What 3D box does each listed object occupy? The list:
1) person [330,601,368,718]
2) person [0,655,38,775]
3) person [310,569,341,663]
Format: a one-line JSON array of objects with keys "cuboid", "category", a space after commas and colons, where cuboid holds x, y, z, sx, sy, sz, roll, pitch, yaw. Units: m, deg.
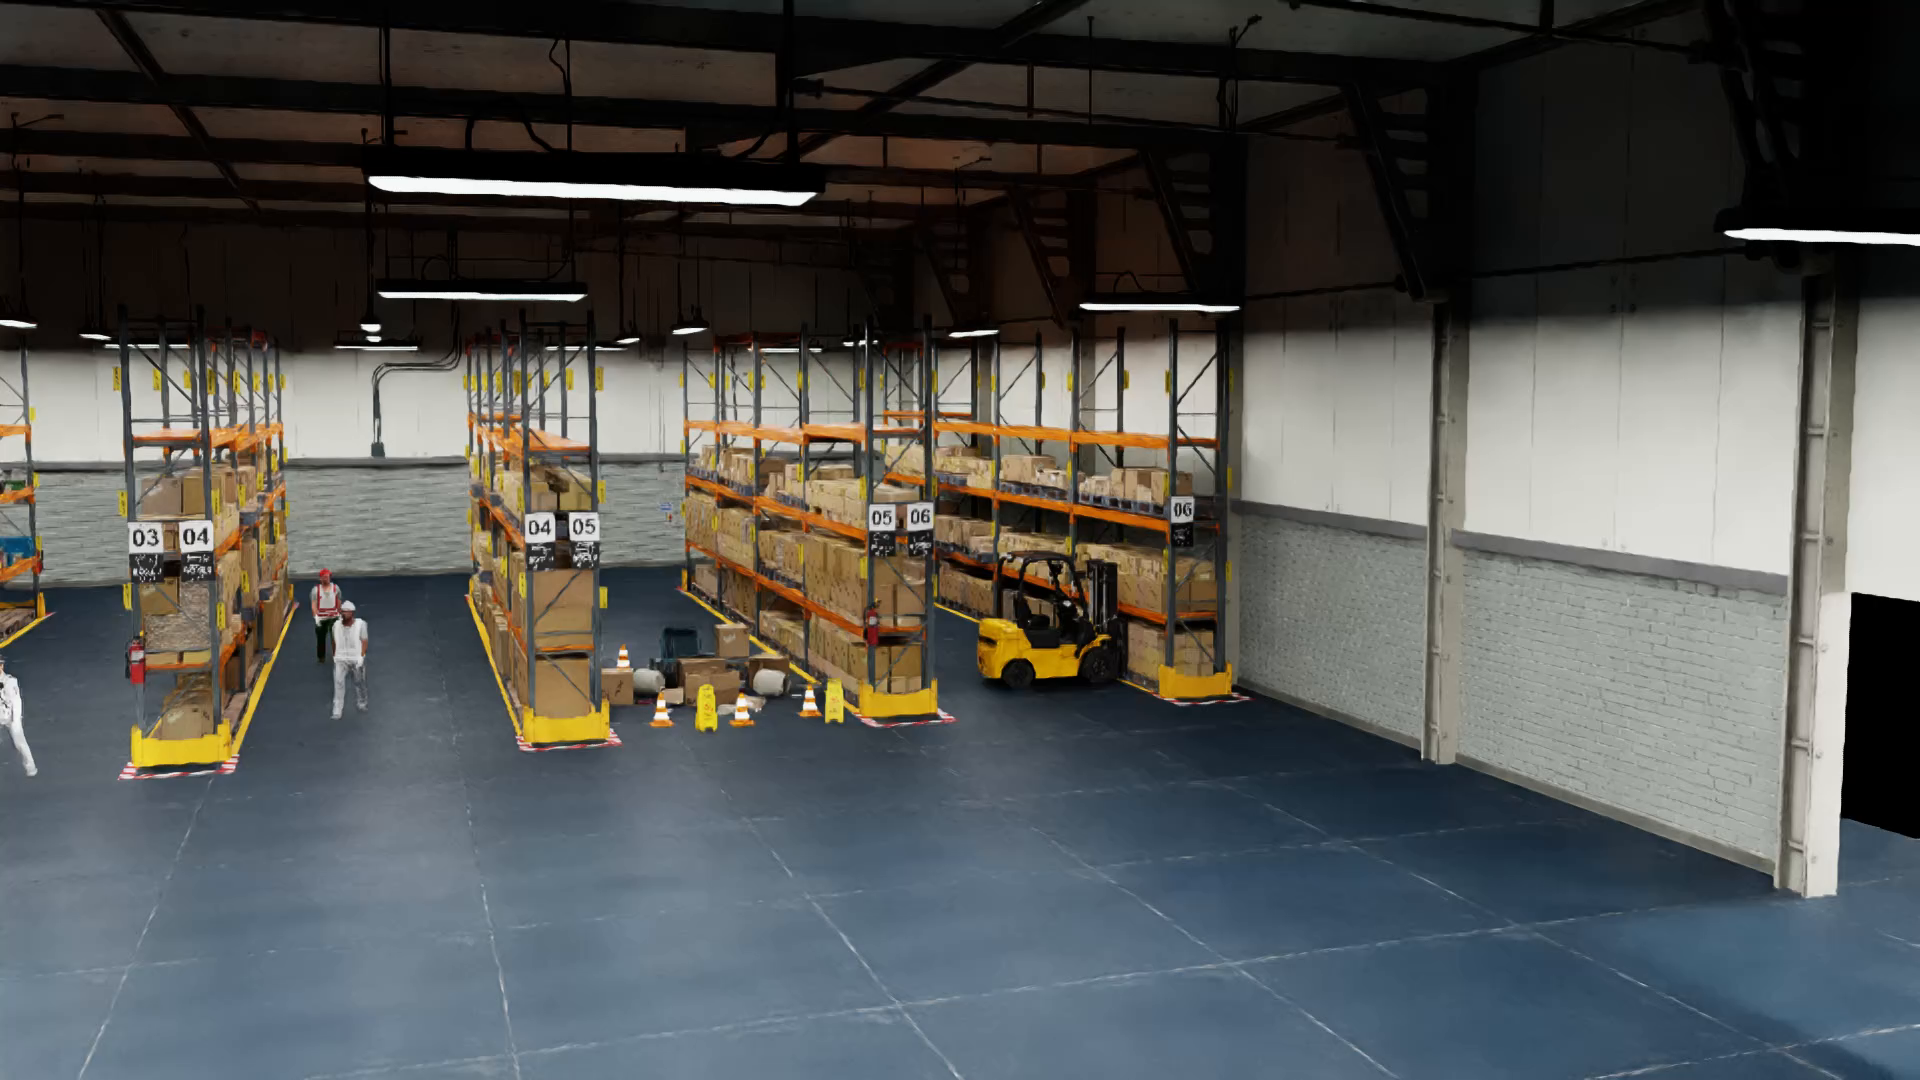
[{"cuboid": [-9.140, 1.772, 24.914, 0.553, 1.724, 1.036, -1, 6, -10], "category": "person"}, {"cuboid": [-11.995, 2.219, 20.820, 0.521, 1.624, 0.929, 0, 5, 4], "category": "person"}, {"cuboid": [-11.133, 1.358, 29.237, 0.528, 1.727, 1.030, -3, 6, -27], "category": "person"}]
